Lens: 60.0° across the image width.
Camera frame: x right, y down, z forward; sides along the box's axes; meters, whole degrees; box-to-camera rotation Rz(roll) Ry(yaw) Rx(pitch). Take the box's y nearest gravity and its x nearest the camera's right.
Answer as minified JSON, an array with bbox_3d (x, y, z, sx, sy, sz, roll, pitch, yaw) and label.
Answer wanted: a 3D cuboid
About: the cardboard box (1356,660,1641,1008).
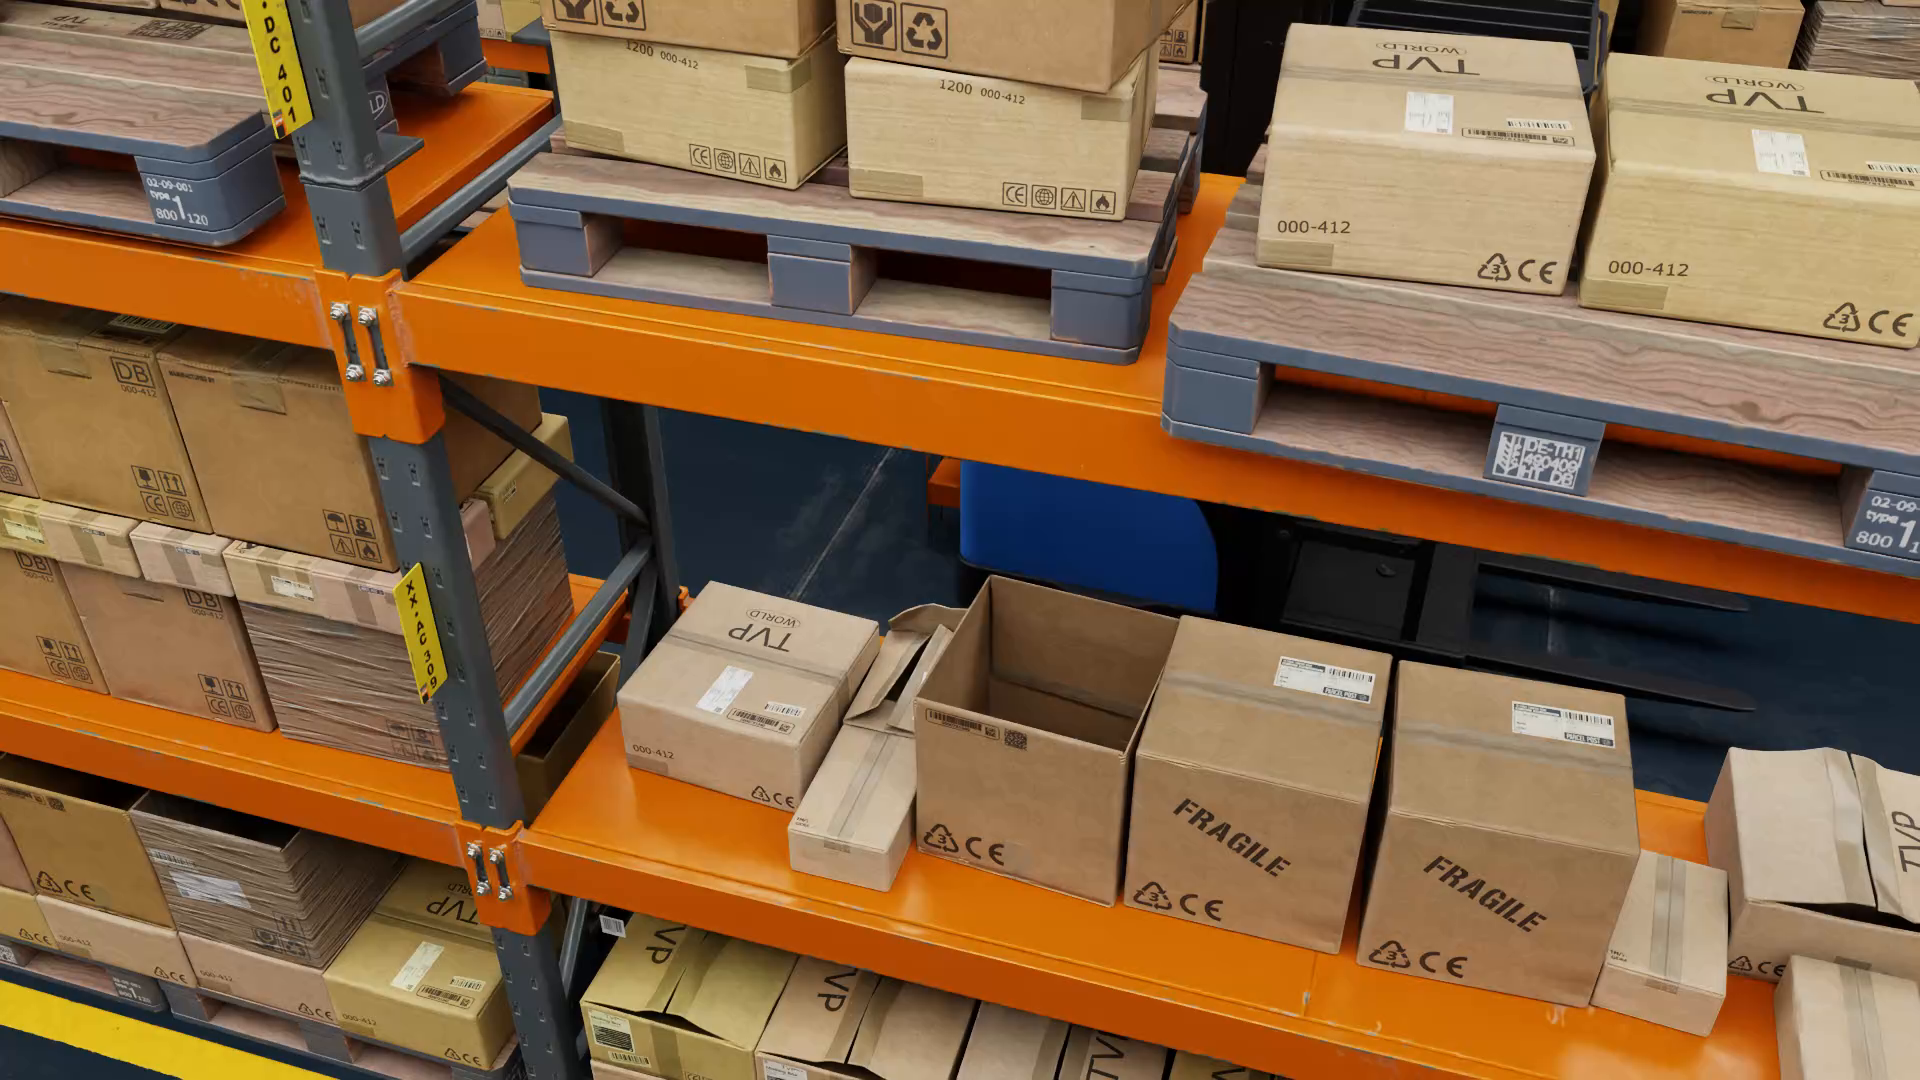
[{"bbox_3d":[1.196,0.653,3.748,0.500,0.500,0.500,9,37,11],"label":"cardboard box"}]

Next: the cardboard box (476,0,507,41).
[{"bbox_3d":[-2.489,-2.835,8.681,0.500,0.250,0.500,9,37,12],"label":"cardboard box"}]

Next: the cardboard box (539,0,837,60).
[{"bbox_3d":[-0.439,-1.214,2.978,0.500,0.500,0.500,11,38,14],"label":"cardboard box"}]

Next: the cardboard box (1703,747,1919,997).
[{"bbox_3d":[2.006,0.749,3.777,0.500,0.311,0.500,10,38,13],"label":"cardboard box"}]

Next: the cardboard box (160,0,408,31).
[{"bbox_3d":[-1.418,-1.438,3.586,0.500,0.500,0.500,14,38,18],"label":"cardboard box"}]

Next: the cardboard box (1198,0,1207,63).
[{"bbox_3d":[1.465,-2.535,7.708,0.500,0.500,0.700,14,39,19],"label":"cardboard box"}]

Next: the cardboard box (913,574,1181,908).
[{"bbox_3d":[0.215,0.472,3.994,0.500,0.500,0.500,13,38,17],"label":"cardboard box"}]

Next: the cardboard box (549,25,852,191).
[{"bbox_3d":[-0.431,-0.929,3.223,0.500,0.250,0.500,14,39,19],"label":"cardboard box"}]

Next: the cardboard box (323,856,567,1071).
[{"bbox_3d":[-1.524,1.254,4.981,0.500,0.250,0.500,10,38,14],"label":"cardboard box"}]

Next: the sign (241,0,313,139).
[{"bbox_3d":[-1.180,-0.860,2.855,0.005,0.325,0.100,10,38,14],"label":"sign"}]

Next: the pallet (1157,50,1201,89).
[{"bbox_3d":[1.144,-2.235,7.918,1.213,0.211,1.003,10,38,14],"label":"pallet"}]

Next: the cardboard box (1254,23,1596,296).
[{"bbox_3d":[0.791,-0.670,2.872,0.500,0.250,0.500,7,37,10],"label":"cardboard box"}]

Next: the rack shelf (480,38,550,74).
[{"bbox_3d":[-1.451,-2.593,8.850,4.000,0.370,1.077,10,38,14],"label":"rack shelf"}]

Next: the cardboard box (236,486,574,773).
[{"bbox_3d":[-1.441,0.159,4.420,0.500,0.500,0.700,10,37,13],"label":"cardboard box"}]

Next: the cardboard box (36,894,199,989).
[{"bbox_3d":[-2.480,1.080,5.218,0.500,0.250,0.500,10,38,14],"label":"cardboard box"}]

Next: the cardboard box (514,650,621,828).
[{"bbox_3d":[-1.365,0.651,5.168,0.500,0.500,0.500,10,38,14],"label":"cardboard box"}]

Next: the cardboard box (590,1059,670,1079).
[{"bbox_3d":[-0.705,1.424,4.751,0.500,0.250,0.500,10,37,13],"label":"cardboard box"}]

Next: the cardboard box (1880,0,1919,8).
[{"bbox_3d":[3.937,-2.345,6.903,0.250,0.149,0.380,6,37,8],"label":"cardboard box"}]

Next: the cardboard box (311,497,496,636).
[{"bbox_3d":[-1.339,0.045,4.026,0.250,0.149,0.380,10,38,14],"label":"cardboard box"}]

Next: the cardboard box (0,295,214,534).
[{"bbox_3d":[-1.924,-0.452,4.155,0.500,0.500,0.700,10,38,14],"label":"cardboard box"}]

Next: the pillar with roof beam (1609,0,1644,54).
[{"bbox_3d":[2.009,-2.522,3.085,0.400,9.000,9.100,10,38,14],"label":"pillar with roof beam"}]

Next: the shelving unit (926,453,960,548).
[{"bbox_3d":[0.008,-0.422,6.938,0.252,1.050,0.215,11,38,15],"label":"shelving unit"}]

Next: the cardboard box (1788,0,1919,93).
[{"bbox_3d":[3.824,-2.118,7.141,0.500,0.500,0.700,6,37,8],"label":"cardboard box"}]

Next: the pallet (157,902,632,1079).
[{"bbox_3d":[-1.762,1.232,5.397,1.213,0.211,1.003,10,38,14],"label":"pallet"}]

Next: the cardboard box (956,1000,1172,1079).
[{"bbox_3d":[0.275,1.382,4.334,0.500,0.311,0.500,9,37,12],"label":"cardboard box"}]

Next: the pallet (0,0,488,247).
[{"bbox_3d":[-1.838,-1.035,3.670,1.213,0.211,1.003,10,38,14],"label":"pallet"}]

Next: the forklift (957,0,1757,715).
[{"bbox_3d":[1.561,-0.854,5.938,3.031,2.935,1.130,11,38,15],"label":"forklift"}]

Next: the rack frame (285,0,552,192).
[{"bbox_3d":[-1.016,-2.142,2.569,0.127,3.000,1.000,10,38,14],"label":"rack frame"}]

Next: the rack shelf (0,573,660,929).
[{"bbox_3d":[-2.925,0.210,5.041,4.000,0.370,1.077,10,38,14],"label":"rack shelf"}]

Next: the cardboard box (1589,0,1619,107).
[{"bbox_3d":[2.628,-2.325,7.423,0.500,0.500,0.700,10,38,14],"label":"cardboard box"}]

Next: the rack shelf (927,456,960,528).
[{"bbox_3d":[0.008,-0.190,7.109,0.240,0.259,0.215,11,38,15],"label":"rack shelf"}]

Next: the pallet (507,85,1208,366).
[{"bbox_3d":[-0.170,-0.709,3.313,1.217,0.209,0.805,9,37,12],"label":"pallet"}]

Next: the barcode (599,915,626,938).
[{"bbox_3d":[-0.896,0.997,4.292,0.075,0.075,0.001,10,38,14],"label":"barcode"}]

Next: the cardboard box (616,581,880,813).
[{"bbox_3d":[-0.533,0.396,4.307,0.500,0.250,0.500,13,38,17],"label":"cardboard box"}]

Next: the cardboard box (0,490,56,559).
[{"bbox_3d":[-2.310,-0.135,4.272,0.250,0.149,0.380,10,38,14],"label":"cardboard box"}]

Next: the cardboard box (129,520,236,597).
[{"bbox_3d":[-1.825,-0.044,4.148,0.250,0.149,0.380,9,37,13],"label":"cardboard box"}]

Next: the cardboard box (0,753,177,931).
[{"bbox_3d":[-2.476,0.771,5.005,0.500,0.500,0.500,10,38,14],"label":"cardboard box"}]

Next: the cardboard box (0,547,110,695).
[{"bbox_3d":[-2.424,-0.022,4.665,0.500,0.500,0.700,11,38,15],"label":"cardboard box"}]

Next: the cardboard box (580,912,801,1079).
[{"bbox_3d":[-0.696,1.200,4.581,0.500,0.311,0.500,11,38,14],"label":"cardboard box"}]

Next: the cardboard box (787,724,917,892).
[{"bbox_3d":[-0.231,0.647,4.052,0.250,0.149,0.380,10,38,14],"label":"cardboard box"}]

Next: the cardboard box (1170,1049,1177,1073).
[{"bbox_3d":[0.437,1.302,4.916,0.500,0.250,0.500,11,38,15],"label":"cardboard box"}]
